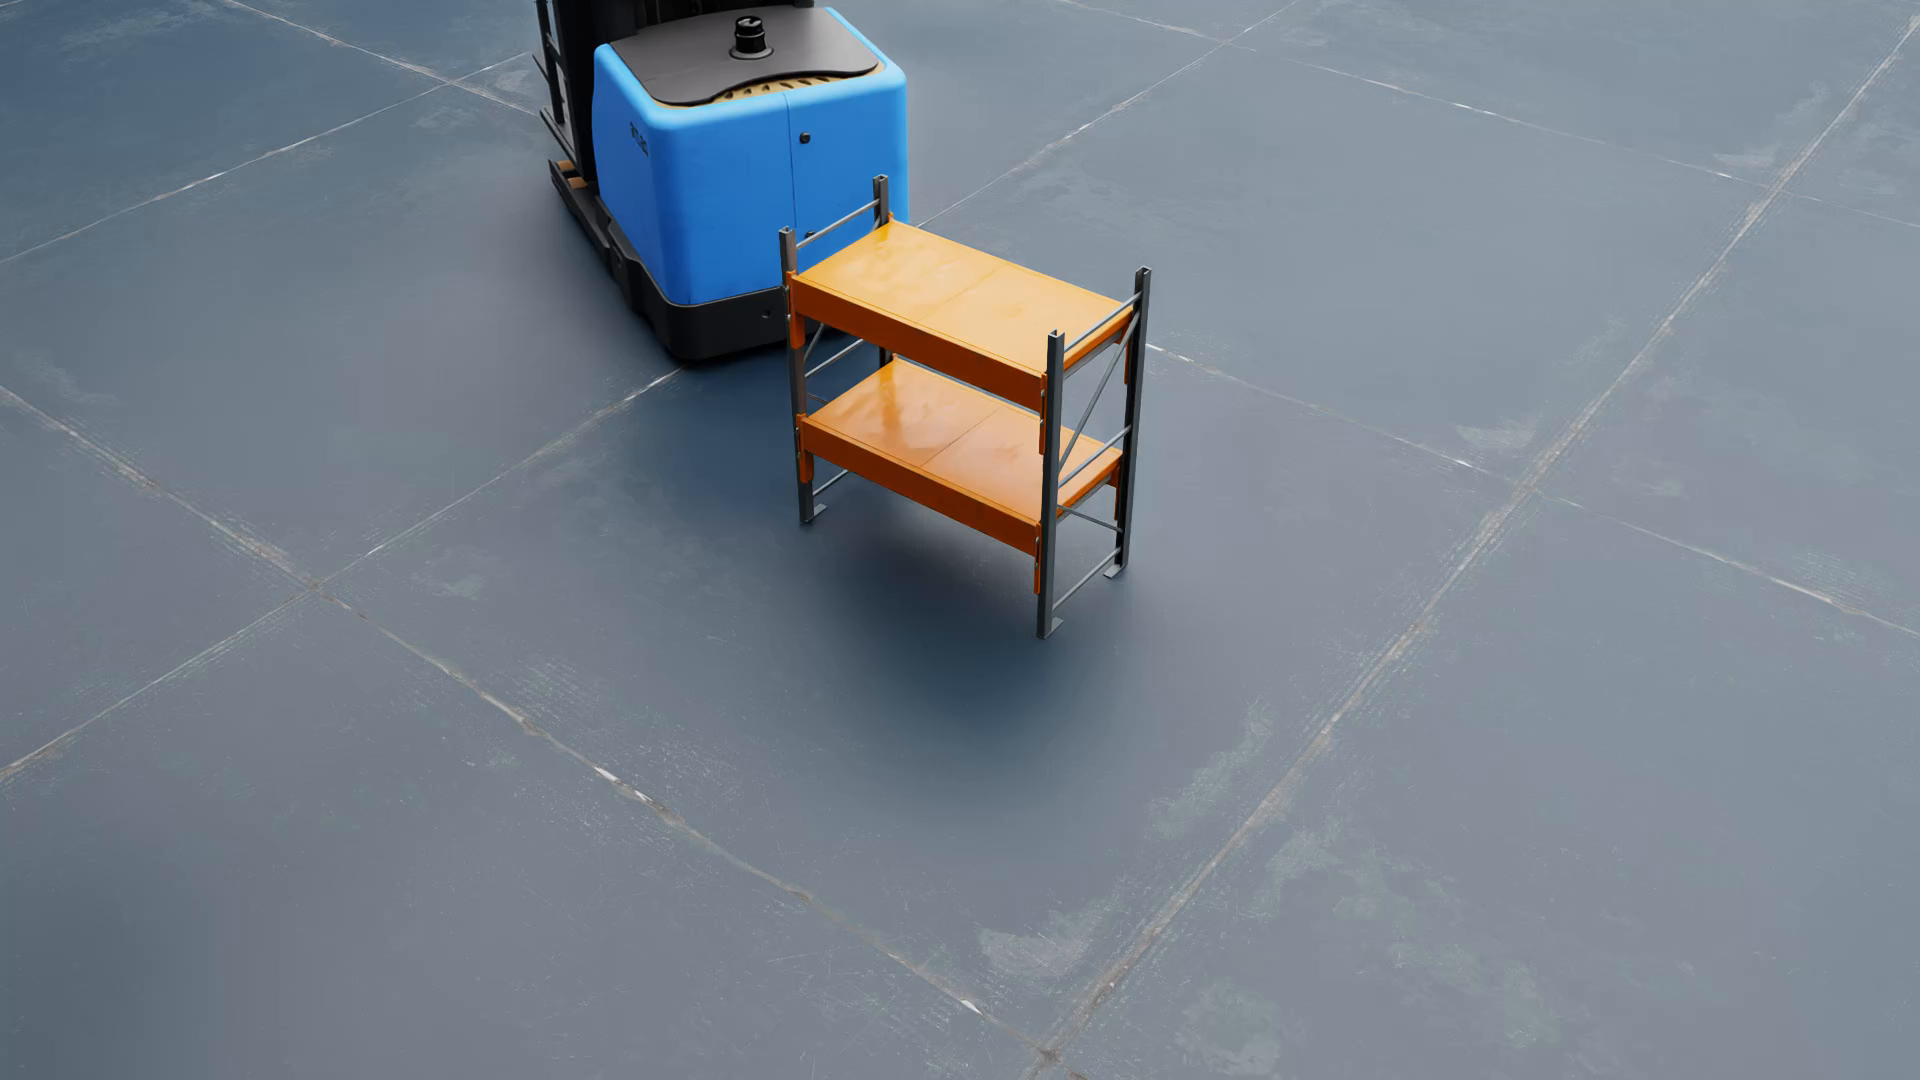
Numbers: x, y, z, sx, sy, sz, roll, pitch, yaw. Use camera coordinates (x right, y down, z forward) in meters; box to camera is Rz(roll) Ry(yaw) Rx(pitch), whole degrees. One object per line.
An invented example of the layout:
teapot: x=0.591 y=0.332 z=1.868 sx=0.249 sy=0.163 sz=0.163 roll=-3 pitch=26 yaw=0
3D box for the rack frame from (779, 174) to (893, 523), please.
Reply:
rack frame: x=-0.398 y=-0.631 z=5.643 sx=0.032 sy=1.125 sz=0.500 roll=25 pitch=45 yaw=29

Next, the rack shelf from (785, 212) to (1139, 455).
rack shelf: x=0.005 y=-0.671 z=5.220 sx=1.000 sy=0.278 sz=0.538 roll=25 pitch=45 yaw=29

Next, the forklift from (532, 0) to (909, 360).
forklift: x=-1.270 y=-2.765 z=6.904 sx=1.130 sy=2.935 sz=3.031 roll=-16 pitch=41 yaw=-20

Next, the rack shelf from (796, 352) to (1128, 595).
rack shelf: x=0.005 y=-0.248 z=5.551 sx=1.000 sy=0.278 sz=0.538 roll=25 pitch=45 yaw=29

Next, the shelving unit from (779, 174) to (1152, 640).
shelving unit: x=0.005 y=-0.440 z=5.400 sx=1.048 sy=1.125 sz=0.538 roll=25 pitch=45 yaw=29

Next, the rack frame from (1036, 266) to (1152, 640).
rack frame: x=0.409 y=-0.250 z=5.157 sx=0.032 sy=1.125 sz=0.500 roll=25 pitch=45 yaw=29
